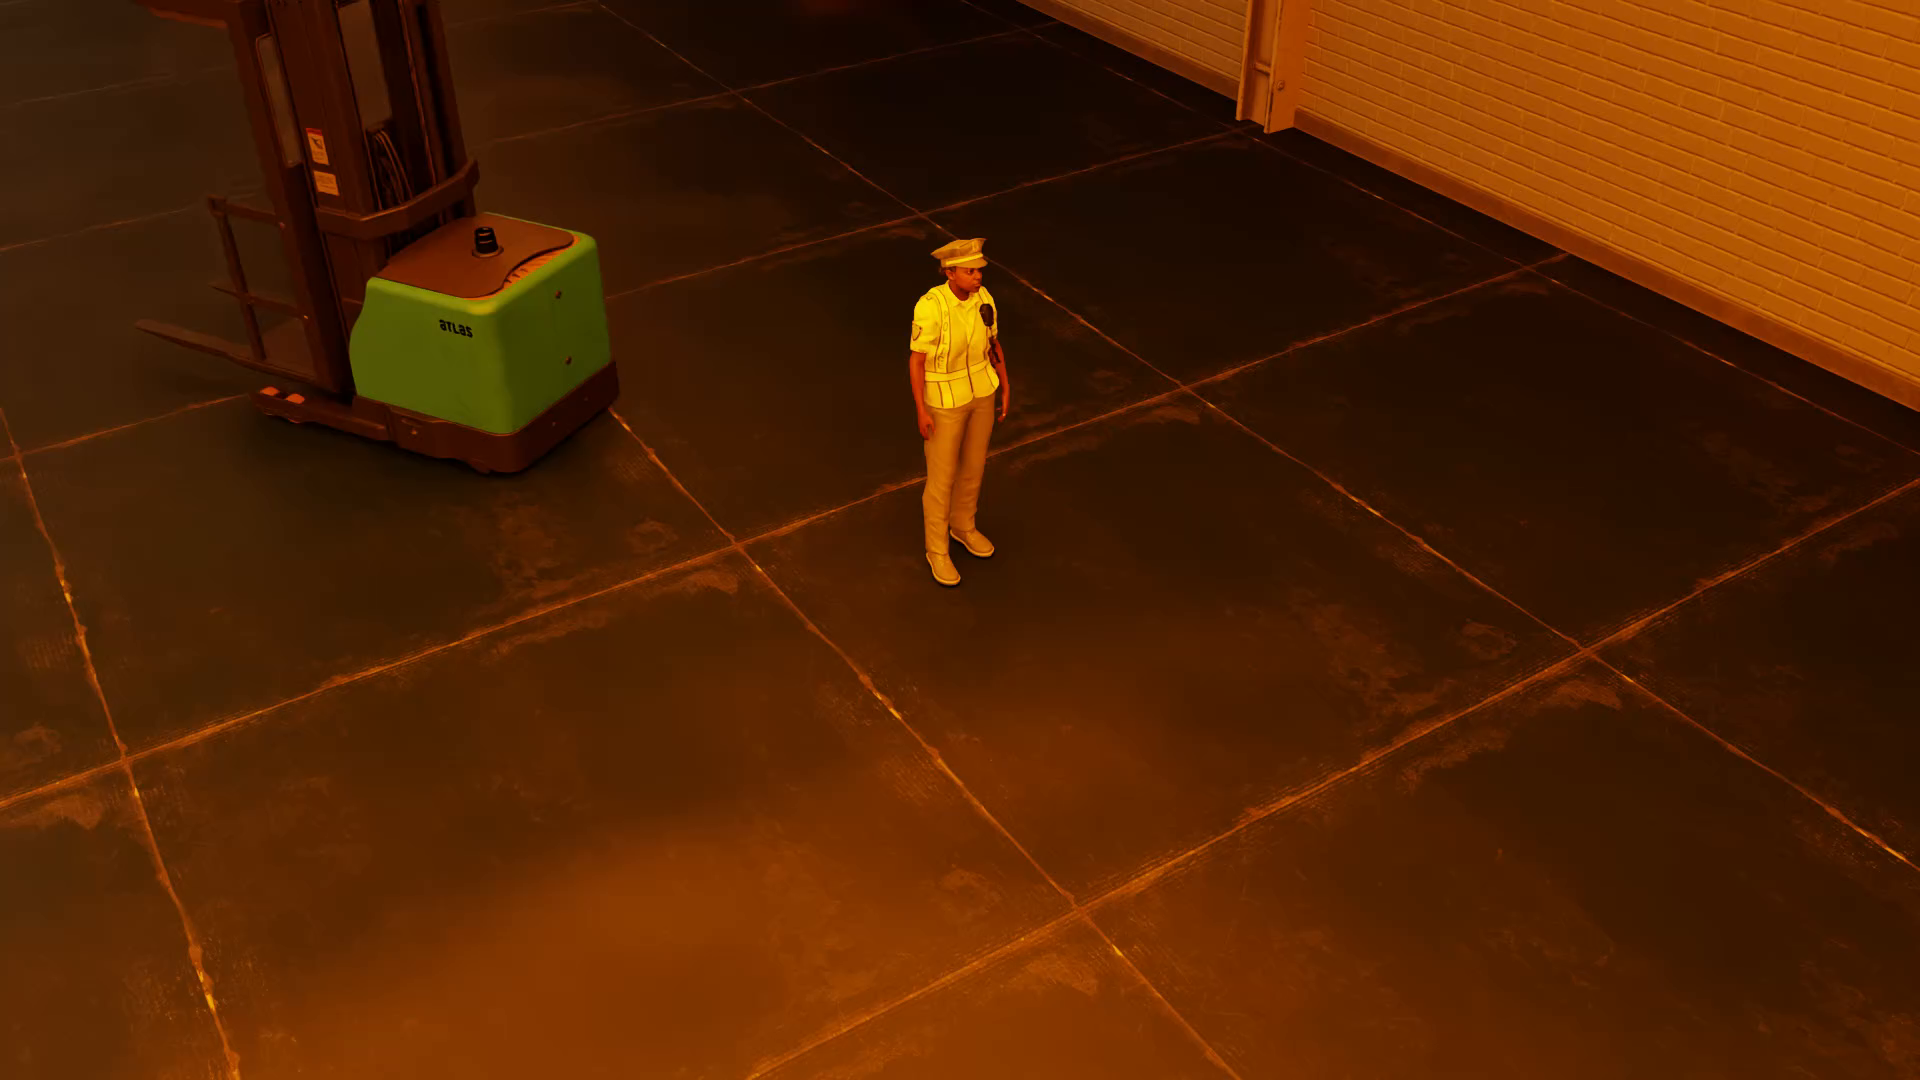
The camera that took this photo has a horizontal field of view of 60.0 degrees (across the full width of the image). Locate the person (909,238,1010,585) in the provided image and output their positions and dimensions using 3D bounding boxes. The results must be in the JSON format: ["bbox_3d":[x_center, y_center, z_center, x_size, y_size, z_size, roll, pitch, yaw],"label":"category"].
[{"bbox_3d":[0.024,-0.657,8.145,0.569,1.695,0.528,-21,40,-27],"label":"person"}]

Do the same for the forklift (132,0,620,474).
[{"bbox_3d":[-3.562,-2.134,9.185,3.031,2.935,1.130,15,38,21],"label":"forklift"}]
